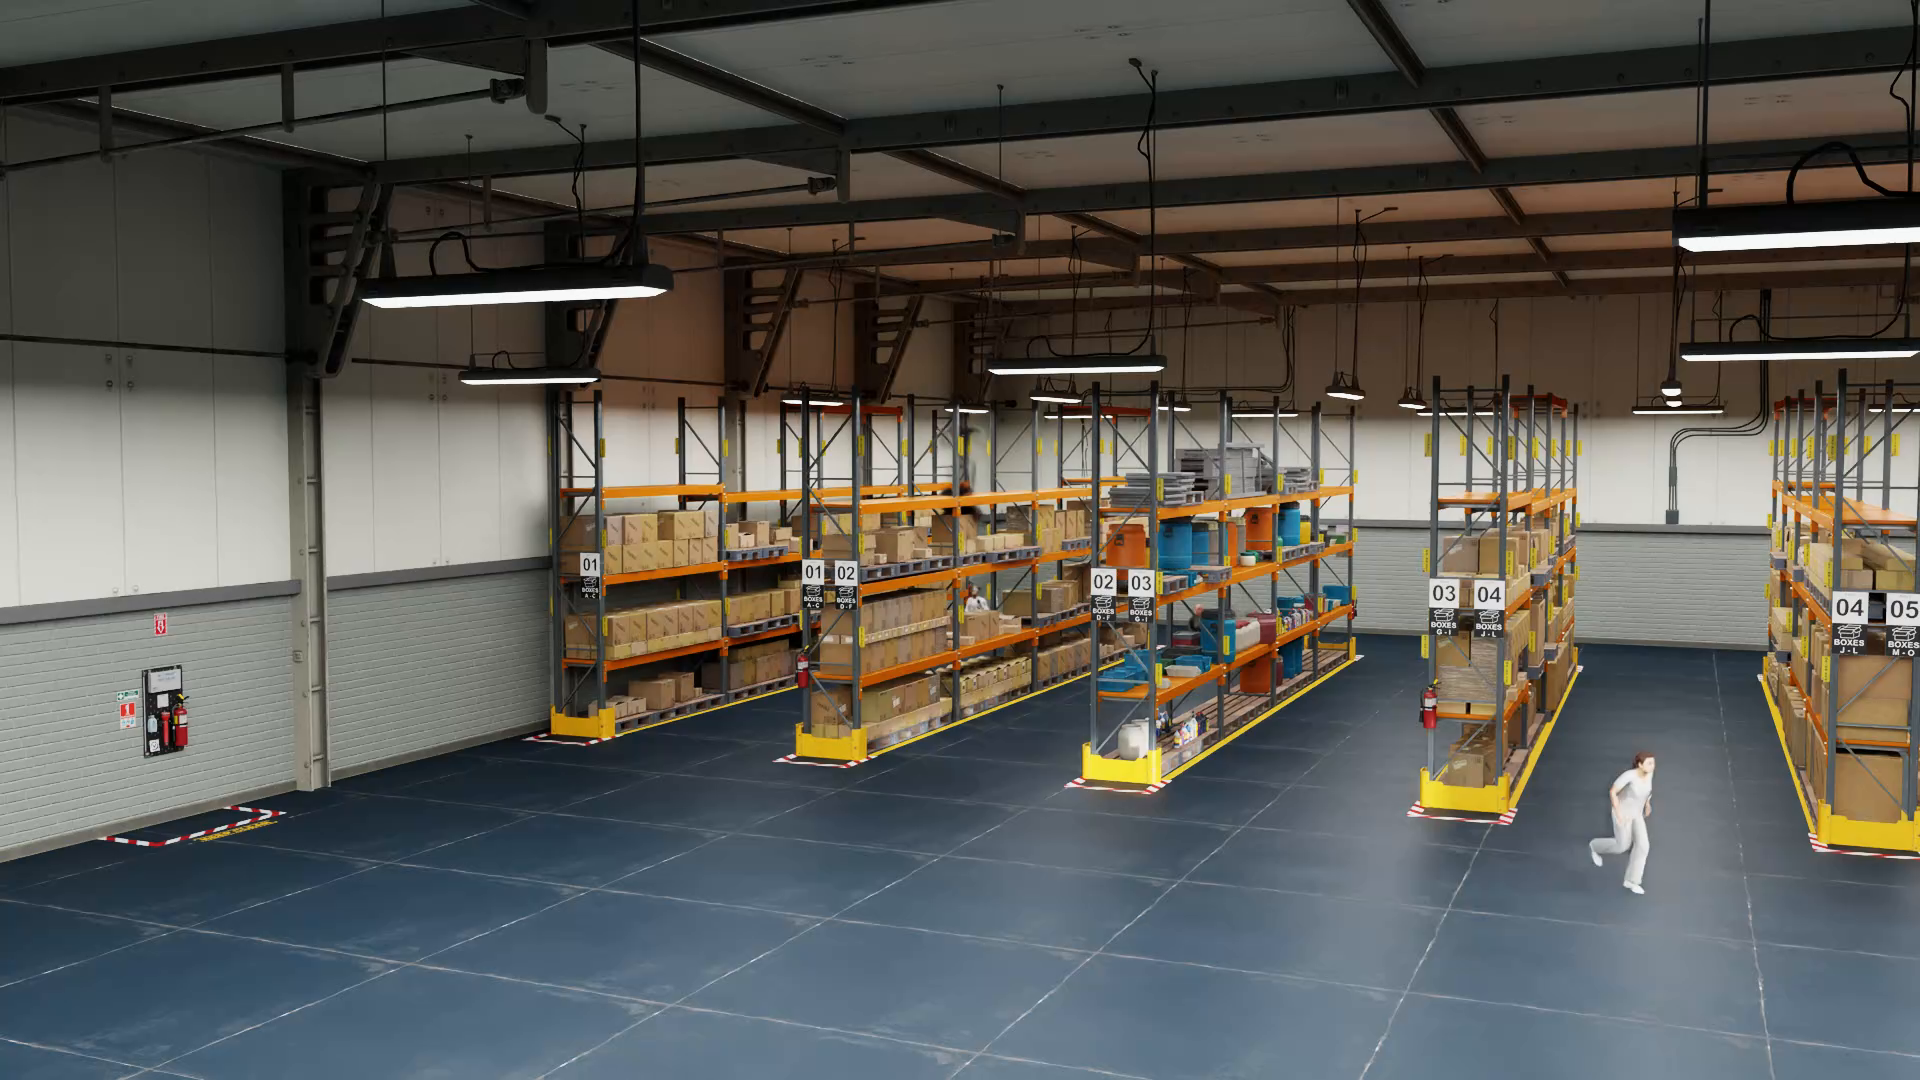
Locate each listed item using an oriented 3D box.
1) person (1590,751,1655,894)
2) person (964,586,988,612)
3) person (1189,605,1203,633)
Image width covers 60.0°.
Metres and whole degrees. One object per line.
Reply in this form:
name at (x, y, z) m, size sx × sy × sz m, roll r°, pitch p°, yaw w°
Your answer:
person at (7.591, 3.171, 19.058) m, size 0.567 × 1.621 × 0.875 m, roll -2°, pitch 4°, yaw -28°
person at (0.369, 1.934, 40.660) m, size 0.612 × 1.643 × 0.554 m, roll 1°, pitch 3°, yaw 19°
person at (5.114, 2.190, 35.549) m, size 0.619 × 1.644 × 0.737 m, roll 2°, pitch 4°, yaw 27°
